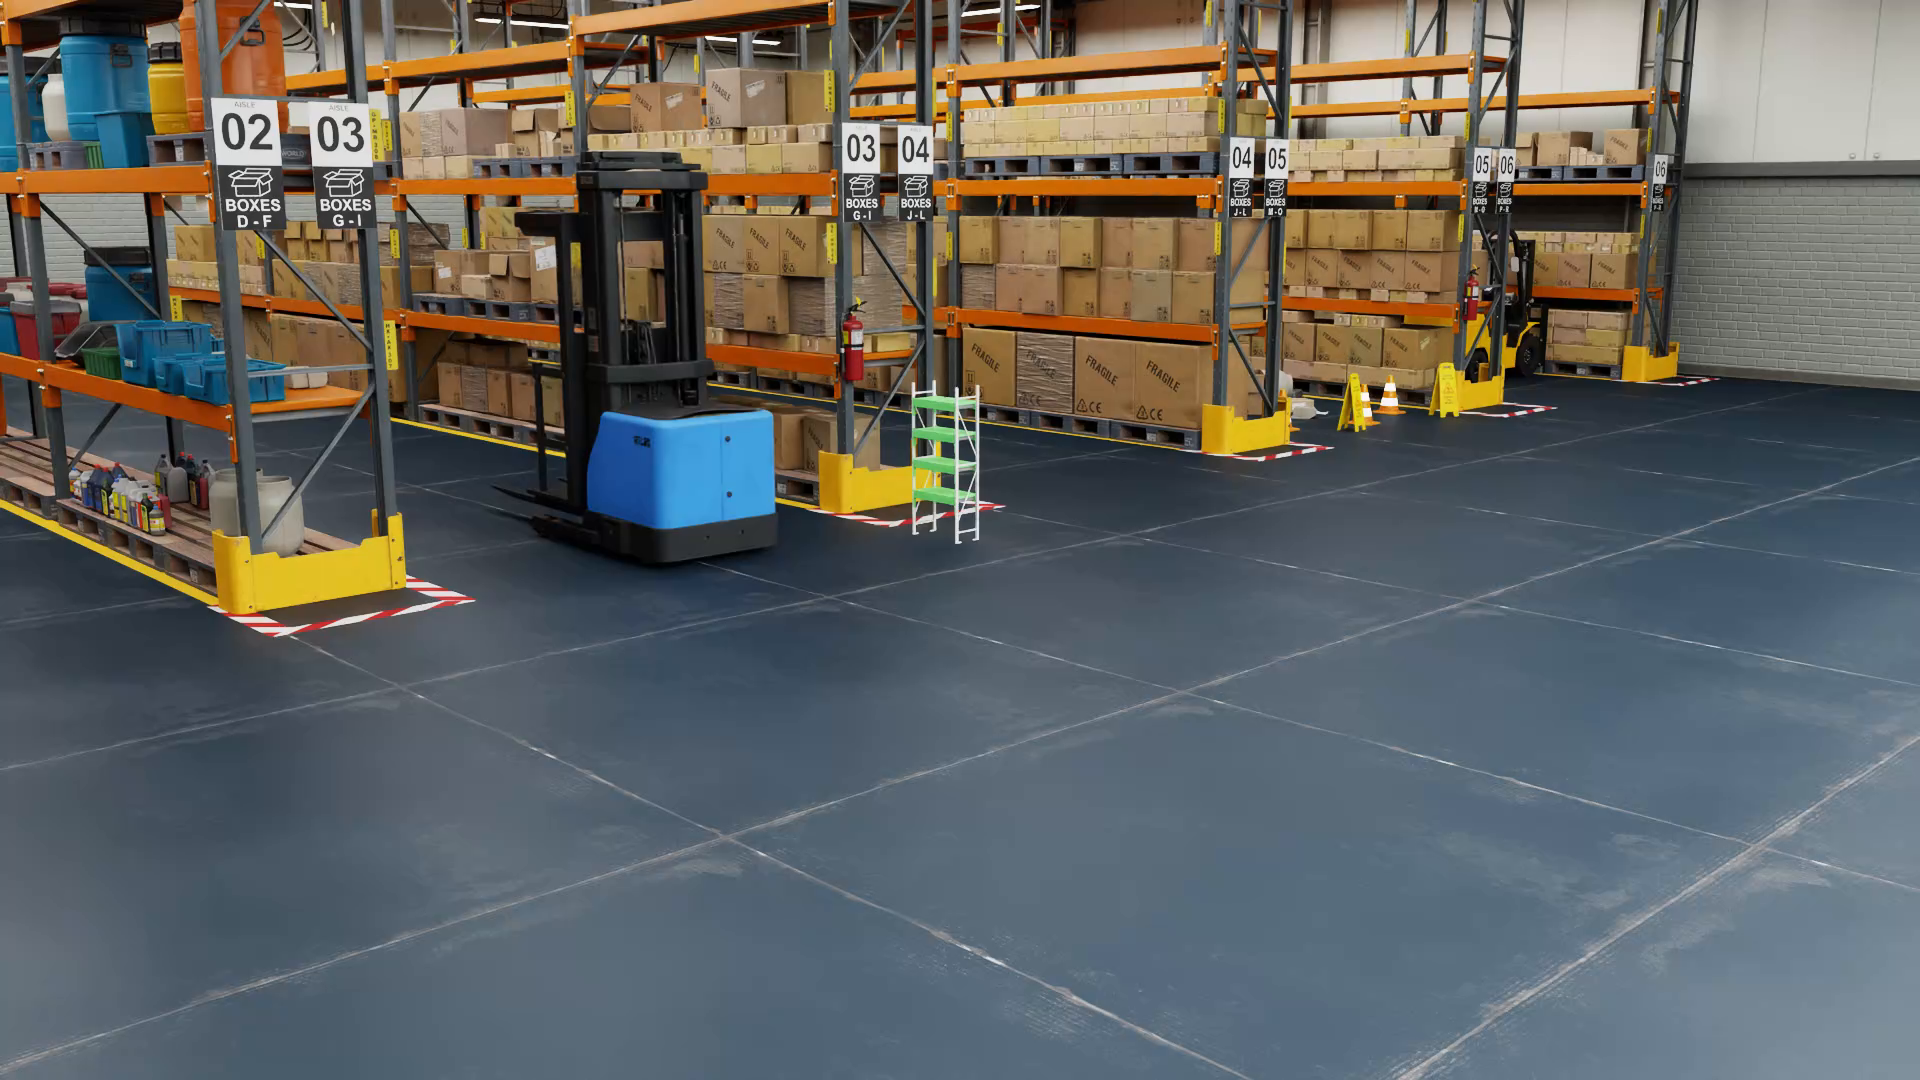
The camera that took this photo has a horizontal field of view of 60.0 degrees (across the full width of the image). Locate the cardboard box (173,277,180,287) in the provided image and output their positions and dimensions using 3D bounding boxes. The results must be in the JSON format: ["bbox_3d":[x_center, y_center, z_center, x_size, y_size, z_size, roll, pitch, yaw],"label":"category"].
[{"bbox_3d":[-11.496,-3.857,24.821,0.380,0.149,0.250,-11,16,-43],"label":"cardboard box"}]

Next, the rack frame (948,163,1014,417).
[{"bbox_3d":[0.263,-3.040,20.234,1.000,3.000,0.127,-11,16,-43],"label":"rack frame"}]

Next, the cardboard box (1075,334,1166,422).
[{"bbox_3d":[1.900,-1.839,18.630,0.875,0.875,0.875,-11,16,-43],"label":"cardboard box"}]

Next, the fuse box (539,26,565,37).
[{"bbox_3d":[-8.589,-10.782,35.014,0.513,0.334,0.176,-11,16,-43],"label":"fuse box"}]

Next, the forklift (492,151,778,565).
[{"bbox_3d":[-2.708,-1.494,12.900,1.130,2.935,3.031,-10,15,-40],"label":"forklift"}]

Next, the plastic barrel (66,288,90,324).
[{"bbox_3d":[-7.479,-1.910,14.413,0.433,0.535,0.433,0,12,0],"label":"plastic barrel"}]

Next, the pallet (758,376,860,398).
[{"bbox_3d":[-2.009,-2.133,22.739,1.003,0.211,1.213,-11,16,-43],"label":"pallet"}]

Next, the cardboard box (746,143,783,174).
[{"bbox_3d":[-1.495,-3.283,14.351,0.500,0.250,0.500,-11,16,-42],"label":"cardboard box"}]

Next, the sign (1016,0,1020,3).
[{"bbox_3d":[0.681,-6.587,19.876,0.100,0.325,0.005,-11,16,-43],"label":"sign"}]

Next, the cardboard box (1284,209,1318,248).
[{"bbox_3d":[4.584,-4.180,22.303,0.700,0.500,0.500,-11,16,-44],"label":"cardboard box"}]

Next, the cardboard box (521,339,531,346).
[{"bbox_3d":[-7.026,-3.293,27.484,0.250,0.149,0.380,11,16,42],"label":"cardboard box"}]

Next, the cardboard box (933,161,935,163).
[{"bbox_3d":[-0.416,-6.269,27.184,0.500,0.500,0.500,-11,16,-42],"label":"cardboard box"}]

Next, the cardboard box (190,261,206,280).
[{"bbox_3d":[-10.837,-3.931,24.191,0.500,0.250,0.500,11,16,43],"label":"cardboard box"}]

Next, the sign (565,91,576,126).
[{"bbox_3d":[-3.793,-4.201,16.178,0.100,0.325,0.005,-11,16,-43],"label":"sign"}]

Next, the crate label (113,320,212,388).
[{"bbox_3d":[-5.681,-1.338,11.884,0.502,0.435,0.616,-11,16,-43],"label":"crate label"}]

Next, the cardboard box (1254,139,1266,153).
[{"bbox_3d":[3.020,-4.152,17.530,0.380,0.149,0.250,-11,16,-42],"label":"cardboard box"}]

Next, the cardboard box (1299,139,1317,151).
[{"bbox_3d":[4.694,-5.207,21.966,0.380,0.149,0.250,-11,16,-43],"label":"cardboard box"}]

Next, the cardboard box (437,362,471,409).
[{"bbox_3d":[-5.679,-1.844,19.531,0.500,0.500,0.700,11,16,42],"label":"cardboard box"}]

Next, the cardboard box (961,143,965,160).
[{"bbox_3d":[0.027,-4.821,20.489,0.258,0.266,0.396,-11,16,-43],"label":"cardboard box"}]

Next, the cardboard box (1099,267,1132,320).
[{"bbox_3d":[2.045,-2.754,18.474,0.875,0.550,0.550,-11,16,-43],"label":"cardboard box"}]

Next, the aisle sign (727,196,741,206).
[{"bbox_3d":[-4.339,-6.823,32.152,0.394,0.787,0.004,-11,16,-43],"label":"aisle sign"}]

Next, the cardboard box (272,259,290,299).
[{"bbox_3d":[-8.782,-3.478,22.112,0.500,0.500,0.500,-11,16,-42],"label":"cardboard box"}]

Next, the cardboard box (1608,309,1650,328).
[{"bbox_3d":[9.928,-3.298,24.783,0.500,0.250,0.500,-11,16,-43],"label":"cardboard box"}]

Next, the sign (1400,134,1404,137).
[{"bbox_3d":[6.975,-6.236,26.253,0.100,0.325,0.005,-11,16,-43],"label":"sign"}]

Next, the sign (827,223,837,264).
[{"bbox_3d":[-1.047,-2.427,13.607,0.100,0.325,0.005,-11,16,-43],"label":"sign"}]

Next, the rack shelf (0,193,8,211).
[{"bbox_3d":[-11.120,-3.666,17.621,1.077,0.370,4.000,-11,16,-43],"label":"rack shelf"}]

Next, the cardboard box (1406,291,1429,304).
[{"bbox_3d":[5.867,-3.084,21.070,0.380,0.149,0.250,-11,16,-43],"label":"cardboard box"}]

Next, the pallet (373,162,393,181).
[{"bbox_3d":[-6.640,-4.411,19.921,1.213,0.211,1.003,-10,15,-40],"label":"pallet"}]

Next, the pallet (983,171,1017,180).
[{"bbox_3d":[0.528,-5.792,26.623,1.213,0.211,1.003,-10,15,-40],"label":"pallet"}]

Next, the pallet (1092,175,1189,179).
[{"bbox_3d":[2.706,-5.378,24.612,1.213,0.211,1.003,-11,16,-43],"label":"pallet"}]

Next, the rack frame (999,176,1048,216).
[{"bbox_3d":[1.011,-4.328,26.487,1.000,3.000,0.127,-11,16,-43],"label":"rack frame"}]

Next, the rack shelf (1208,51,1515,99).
[{"bbox_3d":[5.154,-6.037,21.704,1.077,0.370,4.000,-11,16,-43],"label":"rack shelf"}]

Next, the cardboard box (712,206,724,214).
[{"bbox_3d":[-4.469,-6.262,31.539,0.380,0.149,0.250,-10,16,-41],"label":"cardboard box"}]

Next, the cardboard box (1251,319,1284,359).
[{"bbox_3d":[4.364,-2.771,22.841,0.500,0.500,0.500,-10,15,-40],"label":"cardboard box"}]

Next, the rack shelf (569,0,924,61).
[{"bbox_3d":[-2.013,-4.656,15.001,1.077,0.370,4.000,-11,16,-43],"label":"rack shelf"}]

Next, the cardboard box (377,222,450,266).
[{"bbox_3d":[-6.650,-3.597,20.202,0.797,0.503,0.637,-10,15,-41],"label":"cardboard box"}]

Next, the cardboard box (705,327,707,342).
[{"bbox_3d":[-2.212,-1.920,15.420,0.380,0.149,0.250,-11,16,-43],"label":"cardboard box"}]

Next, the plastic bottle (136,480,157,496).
[{"bbox_3d":[-6.205,-0.314,12.662,0.152,0.276,0.135,-11,16,-43],"label":"plastic bottle"}]

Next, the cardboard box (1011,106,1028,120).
[{"bbox_3d":[0.796,-4.820,18.797,0.380,0.149,0.250,-11,16,-43],"label":"cardboard box"}]

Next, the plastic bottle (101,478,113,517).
[{"bbox_3d":[-6.505,-0.325,12.699,0.061,0.283,0.133,-10,15,-40],"label":"plastic bottle"}]

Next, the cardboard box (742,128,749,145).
[{"bbox_3d":[-1.684,-3.534,14.579,0.380,0.149,0.250,-11,16,-42],"label":"cardboard box"}]

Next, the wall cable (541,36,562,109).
[{"bbox_3d":[-8.646,-9.225,35.387,0.463,3.000,0.029,-11,16,-43],"label":"wall cable"}]

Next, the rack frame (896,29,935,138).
[{"bbox_3d":[-0.926,-9.126,34.908,1.000,3.000,0.127,-11,16,-43],"label":"rack frame"}]

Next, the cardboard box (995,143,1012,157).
[{"bbox_3d":[0.620,-4.466,19.056,0.380,0.149,0.250,-11,16,-43],"label":"cardboard box"}]

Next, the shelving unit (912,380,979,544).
[{"bbox_3d":[-0.114,-0.612,12.908,0.258,1.200,0.503,-11,16,-43],"label":"shelving unit"}]

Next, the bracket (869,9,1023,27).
[{"bbox_3d":[-0.316,-10.920,34.694,0.076,0.066,4.783,-11,16,-43],"label":"bracket"}]

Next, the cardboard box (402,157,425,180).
[{"bbox_3d":[-6.016,-4.239,18.991,0.500,0.250,0.500,-11,16,-42],"label":"cardboard box"}]

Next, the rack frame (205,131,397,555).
[{"bbox_3d":[-4.214,-1.090,10.767,1.000,3.000,0.127,-11,16,-43],"label":"rack frame"}]

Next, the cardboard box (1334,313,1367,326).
[{"bbox_3d":[5.140,-2.905,21.888,0.380,0.149,0.250,-10,15,-40],"label":"cardboard box"}]

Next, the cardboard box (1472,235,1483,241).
[{"bbox_3d":[8.097,-4.714,25.765,0.380,0.149,0.250,-11,16,-43],"label":"cardboard box"}]

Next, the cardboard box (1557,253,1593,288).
[{"bbox_3d":[9.242,-4.014,24.715,0.500,0.500,0.500,-10,15,-41],"label":"cardboard box"}]

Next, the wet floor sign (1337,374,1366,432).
[{"bbox_3d":[4.477,-1.575,18.957,0.232,0.644,0.267,8,14,35],"label":"wet floor sign"}]

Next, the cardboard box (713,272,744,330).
[{"bbox_3d":[-1.738,-2.194,15.141,0.875,0.500,0.500,-11,16,-43],"label":"cardboard box"}]

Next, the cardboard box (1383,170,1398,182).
[{"bbox_3d":[5.606,-4.642,21.196,0.380,0.149,0.250,-11,16,-42],"label":"cardboard box"}]

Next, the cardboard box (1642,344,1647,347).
[{"bbox_3d":[9.925,-2.811,24.895,0.500,0.250,0.500,-11,16,-42],"label":"cardboard box"}]

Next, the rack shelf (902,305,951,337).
[{"bbox_3d":[-1.118,-2.980,21.723,1.077,0.370,4.000,-11,16,-43],"label":"rack shelf"}]
